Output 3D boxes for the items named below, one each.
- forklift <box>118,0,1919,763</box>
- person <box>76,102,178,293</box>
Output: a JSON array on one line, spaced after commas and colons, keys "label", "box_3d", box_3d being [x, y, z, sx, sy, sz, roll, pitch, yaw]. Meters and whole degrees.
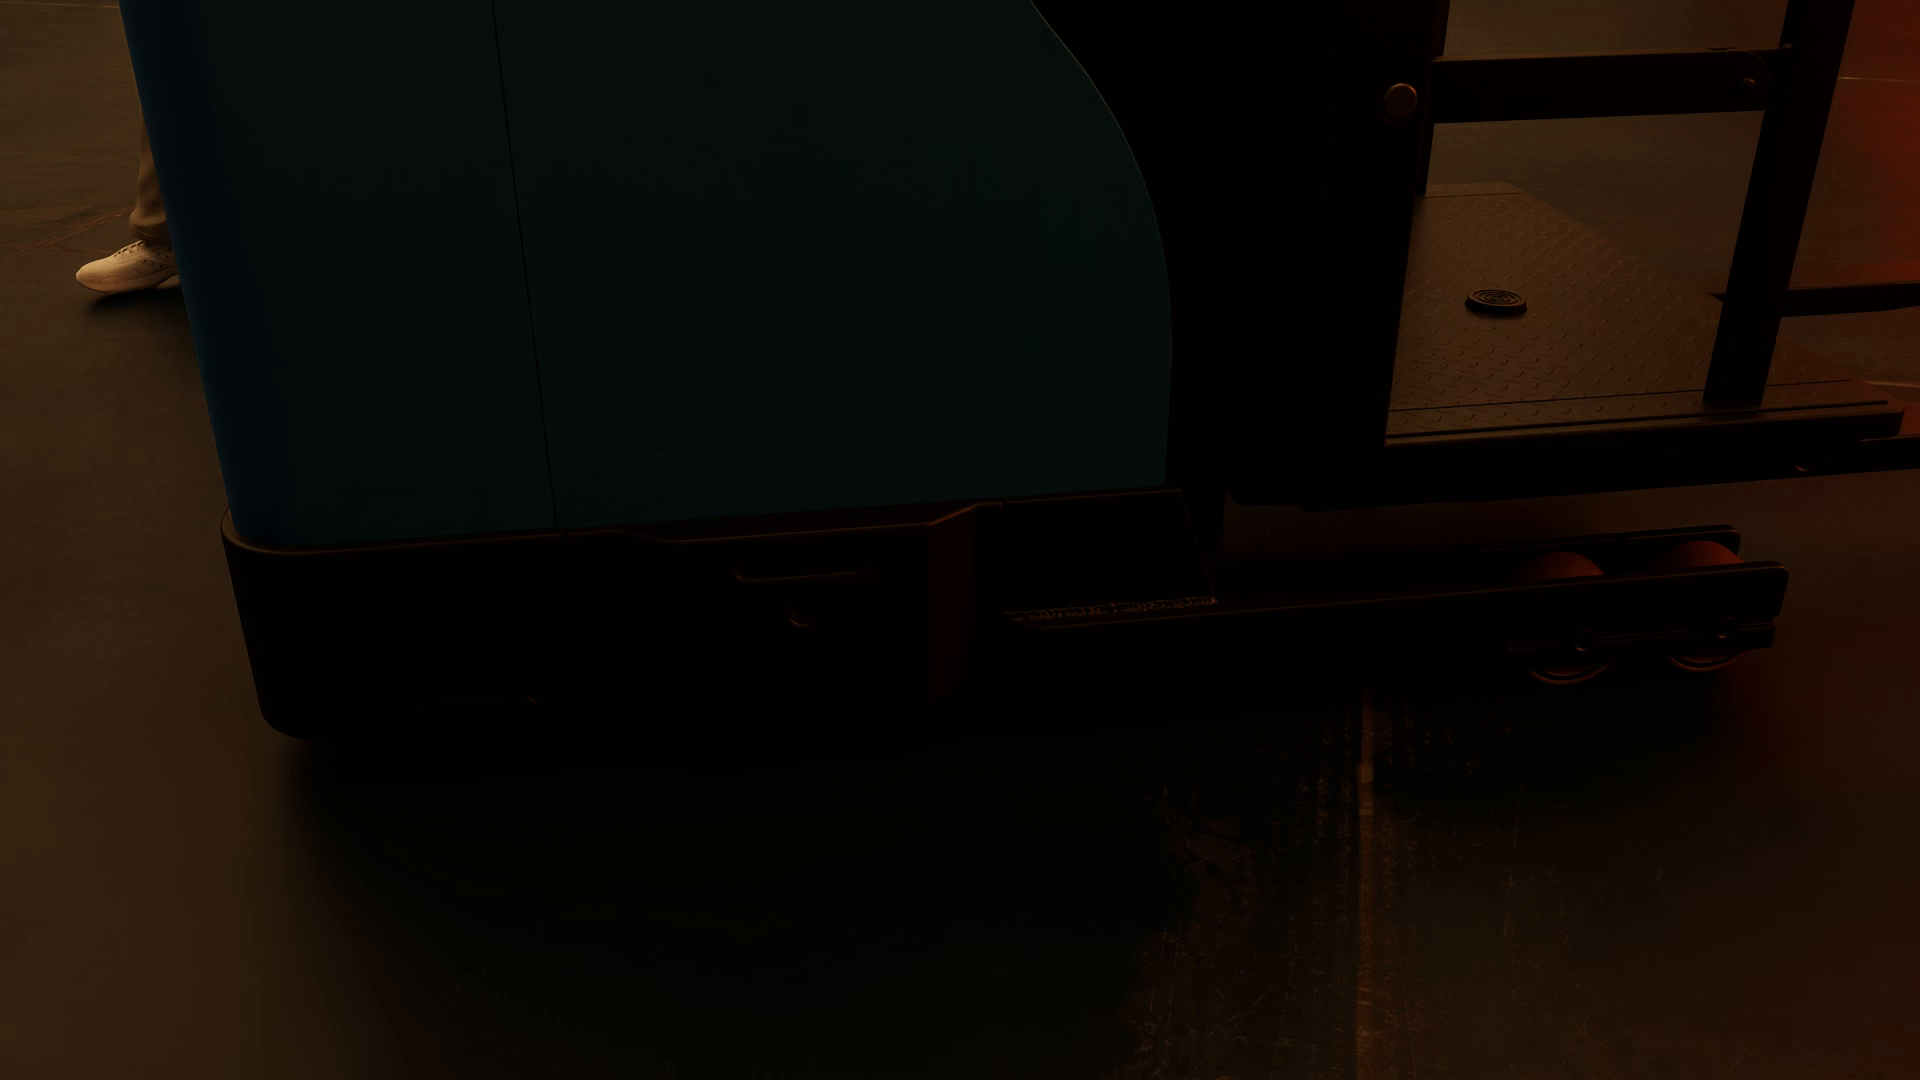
[{"label": "forklift", "box_3d": [0.600, -1.354, 1.930, 3.031, 2.935, 1.130, -4, 27, -9]}, {"label": "person", "box_3d": [-1.487, -1.280, 3.161, 0.551, 1.676, 0.549, 21, 34, 36]}]
